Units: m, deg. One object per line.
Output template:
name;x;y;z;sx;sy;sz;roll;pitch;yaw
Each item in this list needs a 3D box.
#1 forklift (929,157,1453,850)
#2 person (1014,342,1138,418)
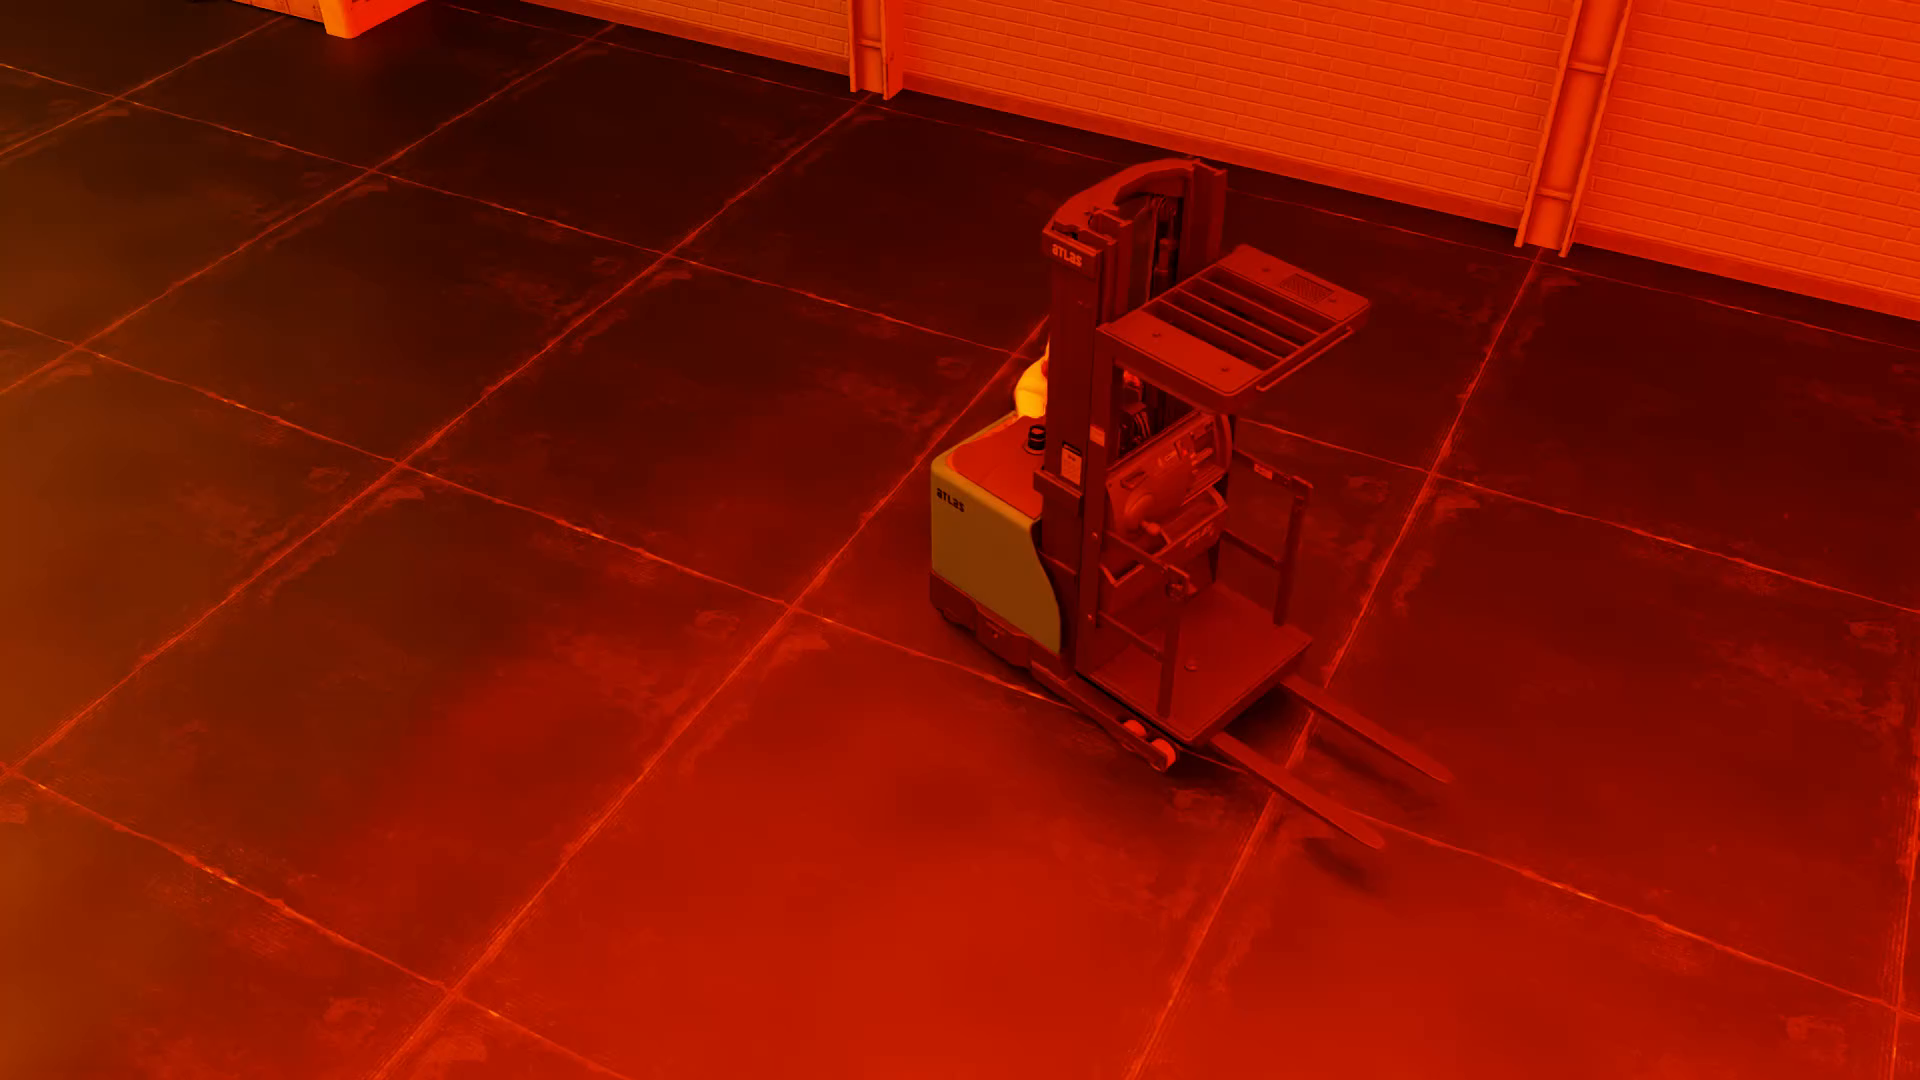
forklift;1.216;-0.281;8.321;1.130;2.935;3.031;-33;50;-33
person;0.707;-0.536;9.709;1.016;1.536;0.775;-29;48;-30
